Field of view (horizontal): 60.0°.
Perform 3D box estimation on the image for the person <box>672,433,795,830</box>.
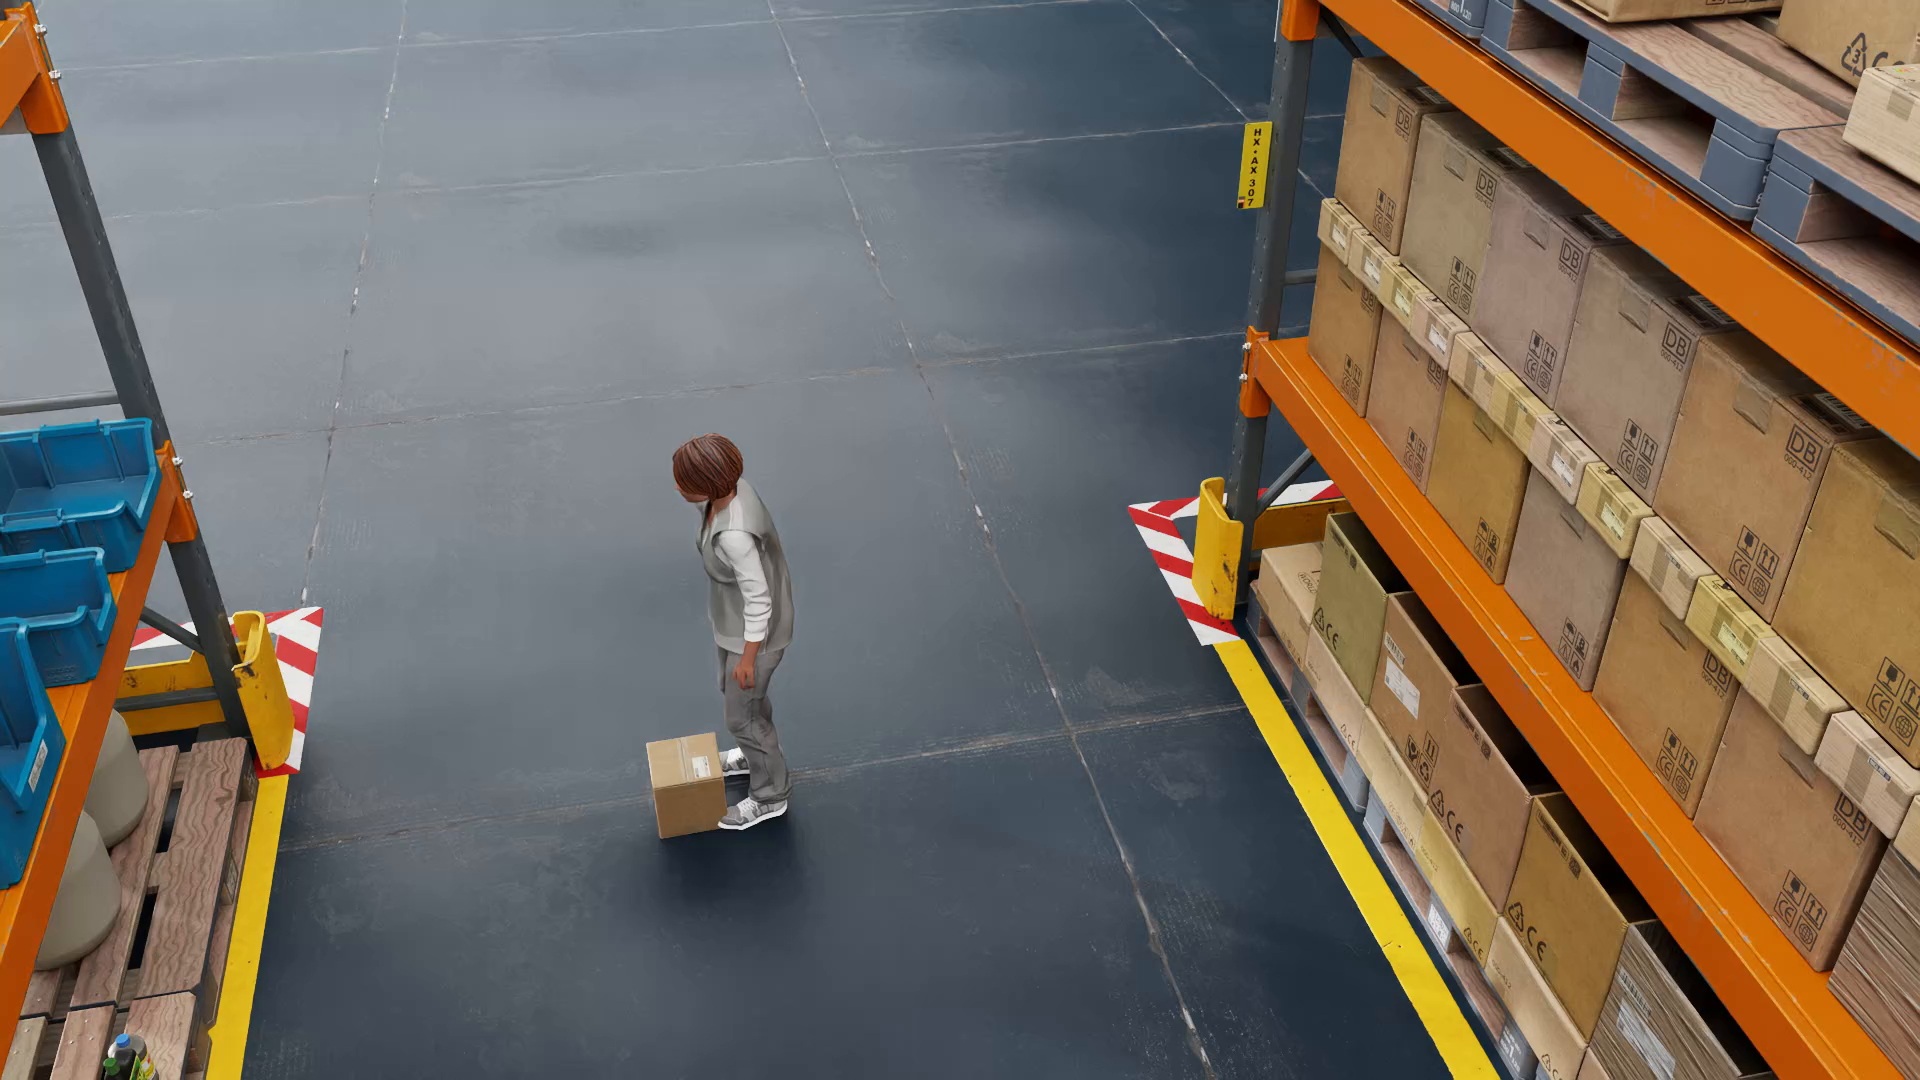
[{"bbox_3d":[-0.751,0.306,5.714,0.347,1.592,0.483,-9,36,-13],"label":"person"}]
